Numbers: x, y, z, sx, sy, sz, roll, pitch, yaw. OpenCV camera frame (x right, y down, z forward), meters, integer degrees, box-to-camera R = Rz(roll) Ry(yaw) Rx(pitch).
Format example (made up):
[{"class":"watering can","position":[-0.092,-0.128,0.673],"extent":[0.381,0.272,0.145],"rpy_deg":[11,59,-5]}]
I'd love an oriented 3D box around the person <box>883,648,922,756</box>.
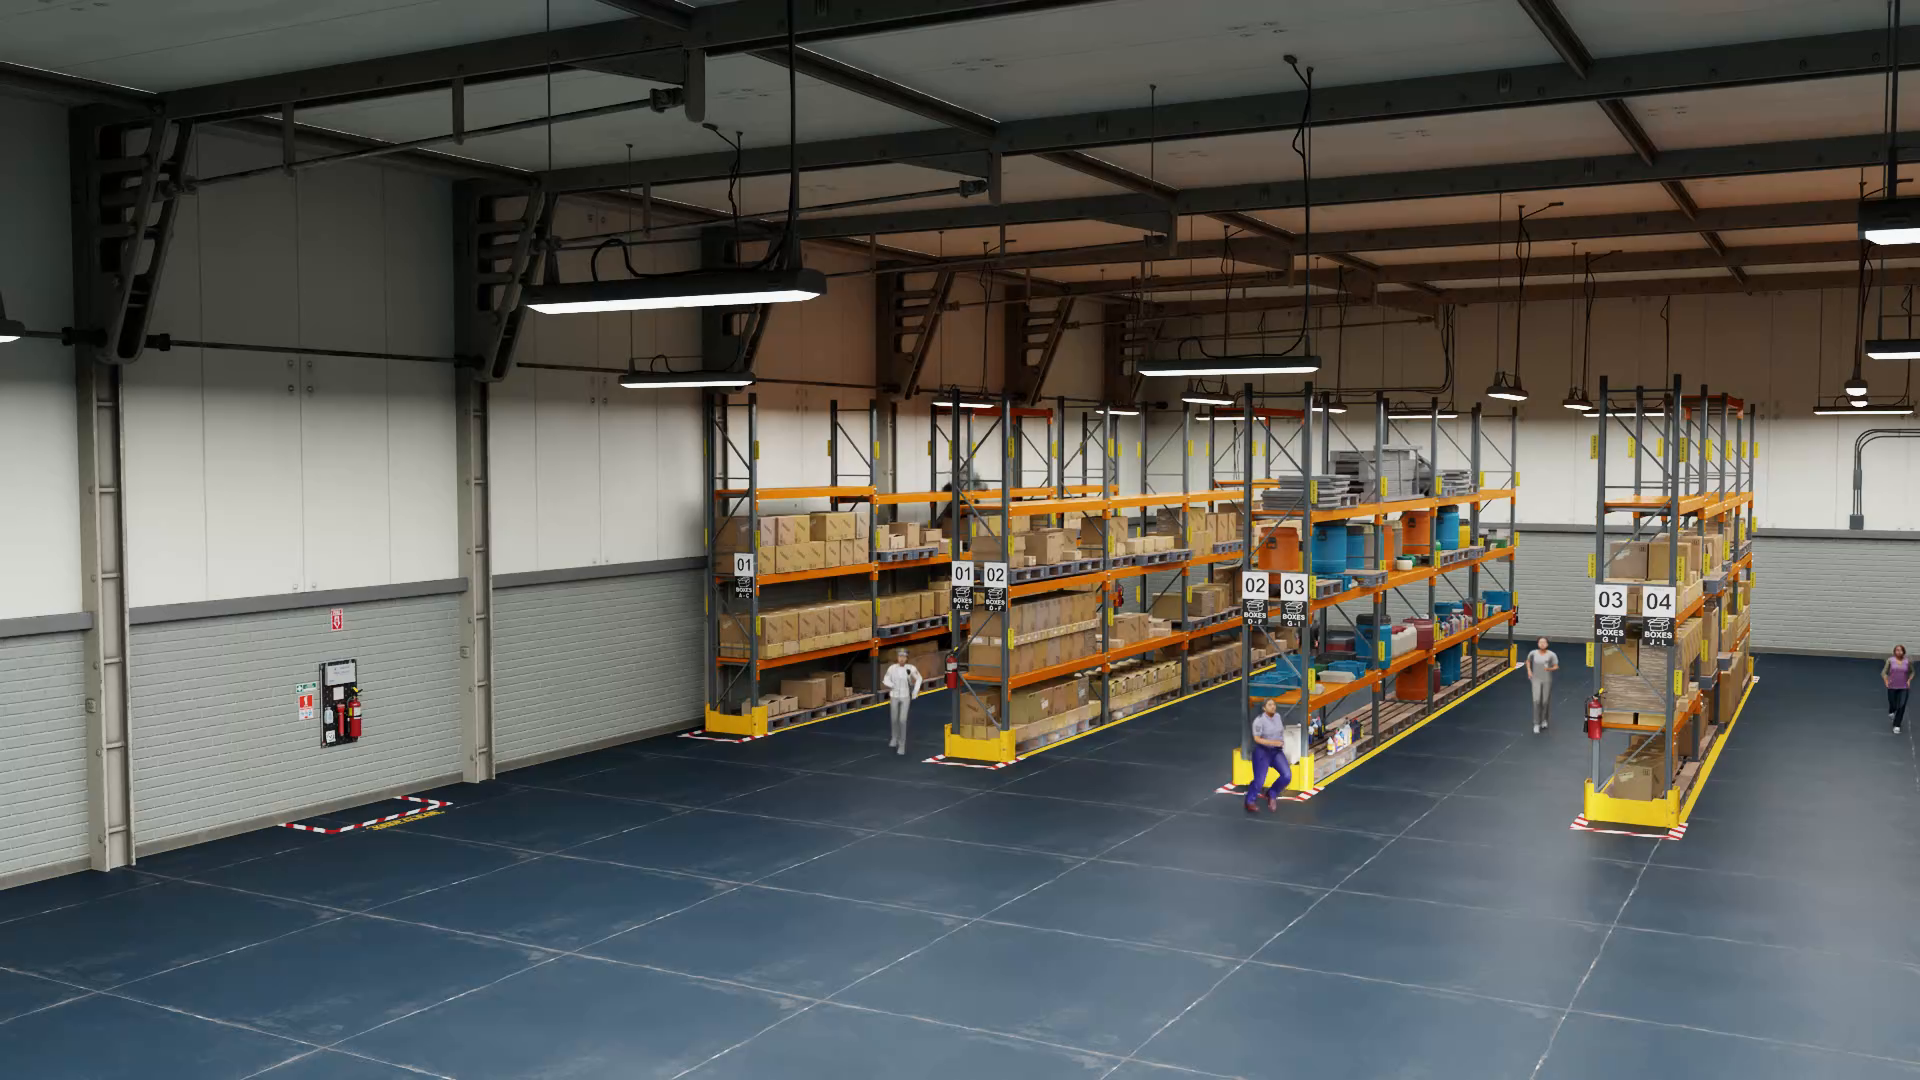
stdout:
[{"class":"person","position":[-0.969,2.656,27.602],"extent":[0.625,1.746,0.768],"rpy_deg":[0,3,7]}]

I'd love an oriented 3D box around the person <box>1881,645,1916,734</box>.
[{"class":"person","position":[16.673,2.634,29.546],"extent":[0.536,1.564,0.618],"rpy_deg":[1,3,25]}]

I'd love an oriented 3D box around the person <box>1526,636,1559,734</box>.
[{"class":"person","position":[10.369,2.552,29.619],"extent":[0.560,1.696,0.815],"rpy_deg":[1,3,21]}]

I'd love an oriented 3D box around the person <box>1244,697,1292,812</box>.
[{"class":"person","position":[4.257,2.948,22.807],"extent":[0.624,1.599,0.795],"rpy_deg":[-1,3,-26]}]

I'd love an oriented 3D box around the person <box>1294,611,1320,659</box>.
[{"class":"person","position":[7.337,2.276,34.982],"extent":[0.657,1.670,0.609],"rpy_deg":[1,3,19]}]
